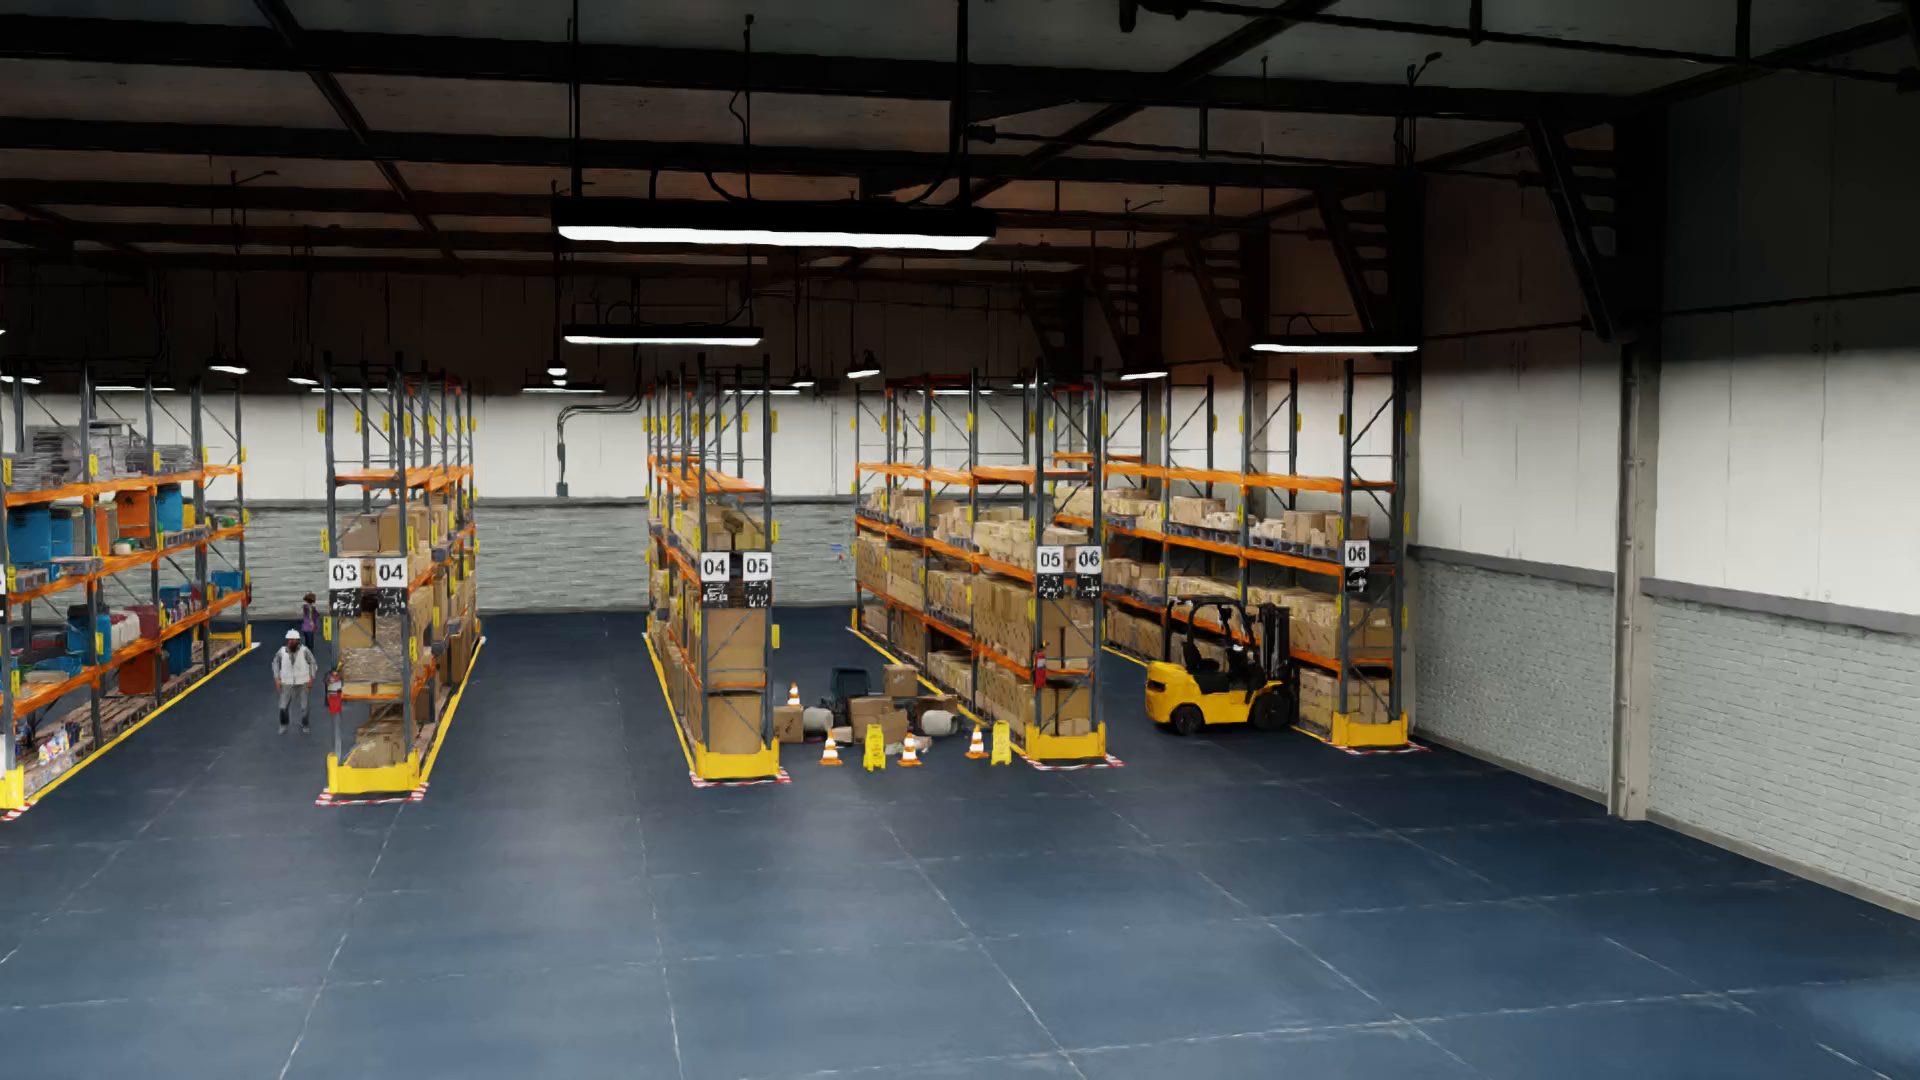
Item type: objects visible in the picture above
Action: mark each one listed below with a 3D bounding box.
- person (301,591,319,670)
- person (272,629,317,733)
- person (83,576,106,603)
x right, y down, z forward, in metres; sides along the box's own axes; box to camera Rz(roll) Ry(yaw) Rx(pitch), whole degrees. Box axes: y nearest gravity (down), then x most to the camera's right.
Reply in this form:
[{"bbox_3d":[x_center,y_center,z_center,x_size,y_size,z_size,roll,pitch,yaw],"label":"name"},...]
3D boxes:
[{"bbox_3d":[-13.178,1.839,33.741,0.351,1.600,0.522,-3,5,-36],"label":"person"},{"bbox_3d":[-10.738,2.281,26.832,0.677,1.726,0.574,-1,4,-15],"label":"person"},{"bbox_3d":[-21.064,1.322,40.259,0.509,1.738,0.715,1,4,12],"label":"person"}]
